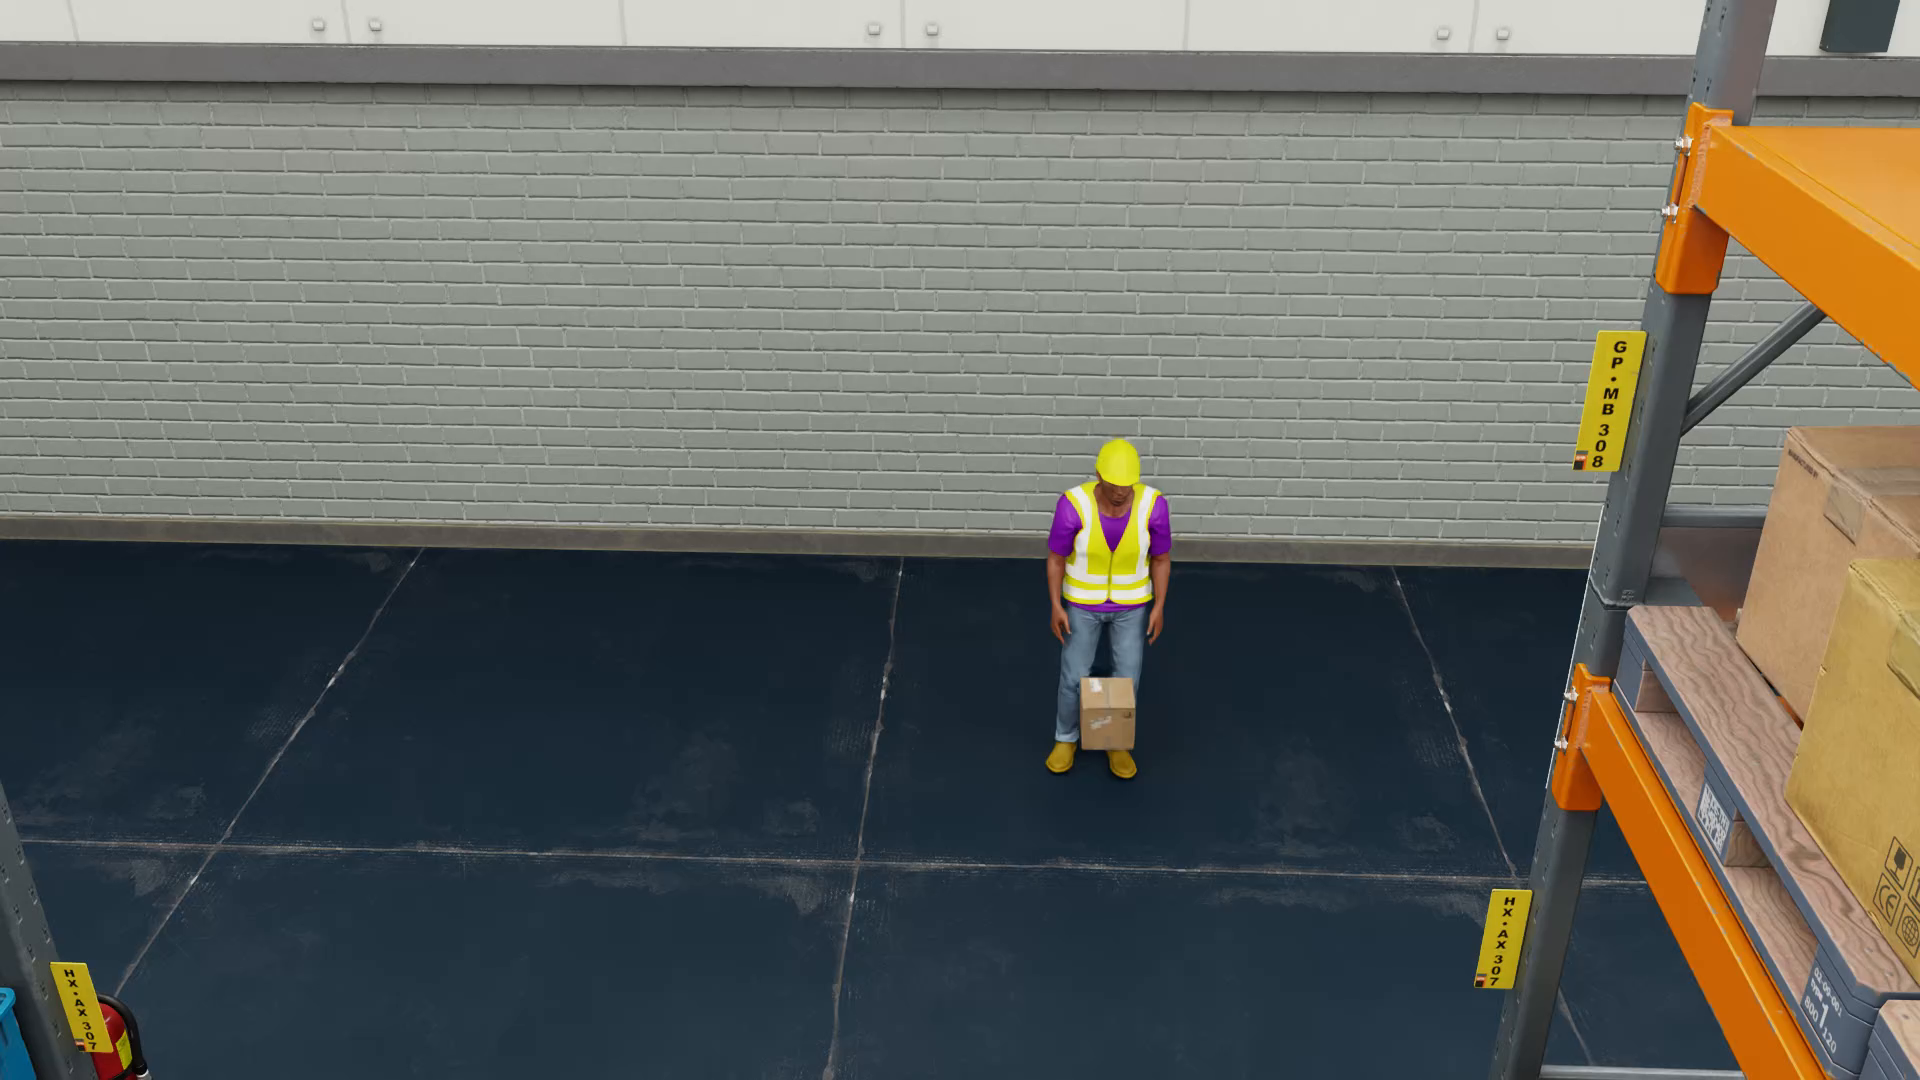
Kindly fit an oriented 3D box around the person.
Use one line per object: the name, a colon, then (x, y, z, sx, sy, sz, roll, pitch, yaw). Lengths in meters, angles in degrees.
person: (0.709, 0.314, 8.002, 0.595, 1.764, 0.457, 0, 28, 0)
